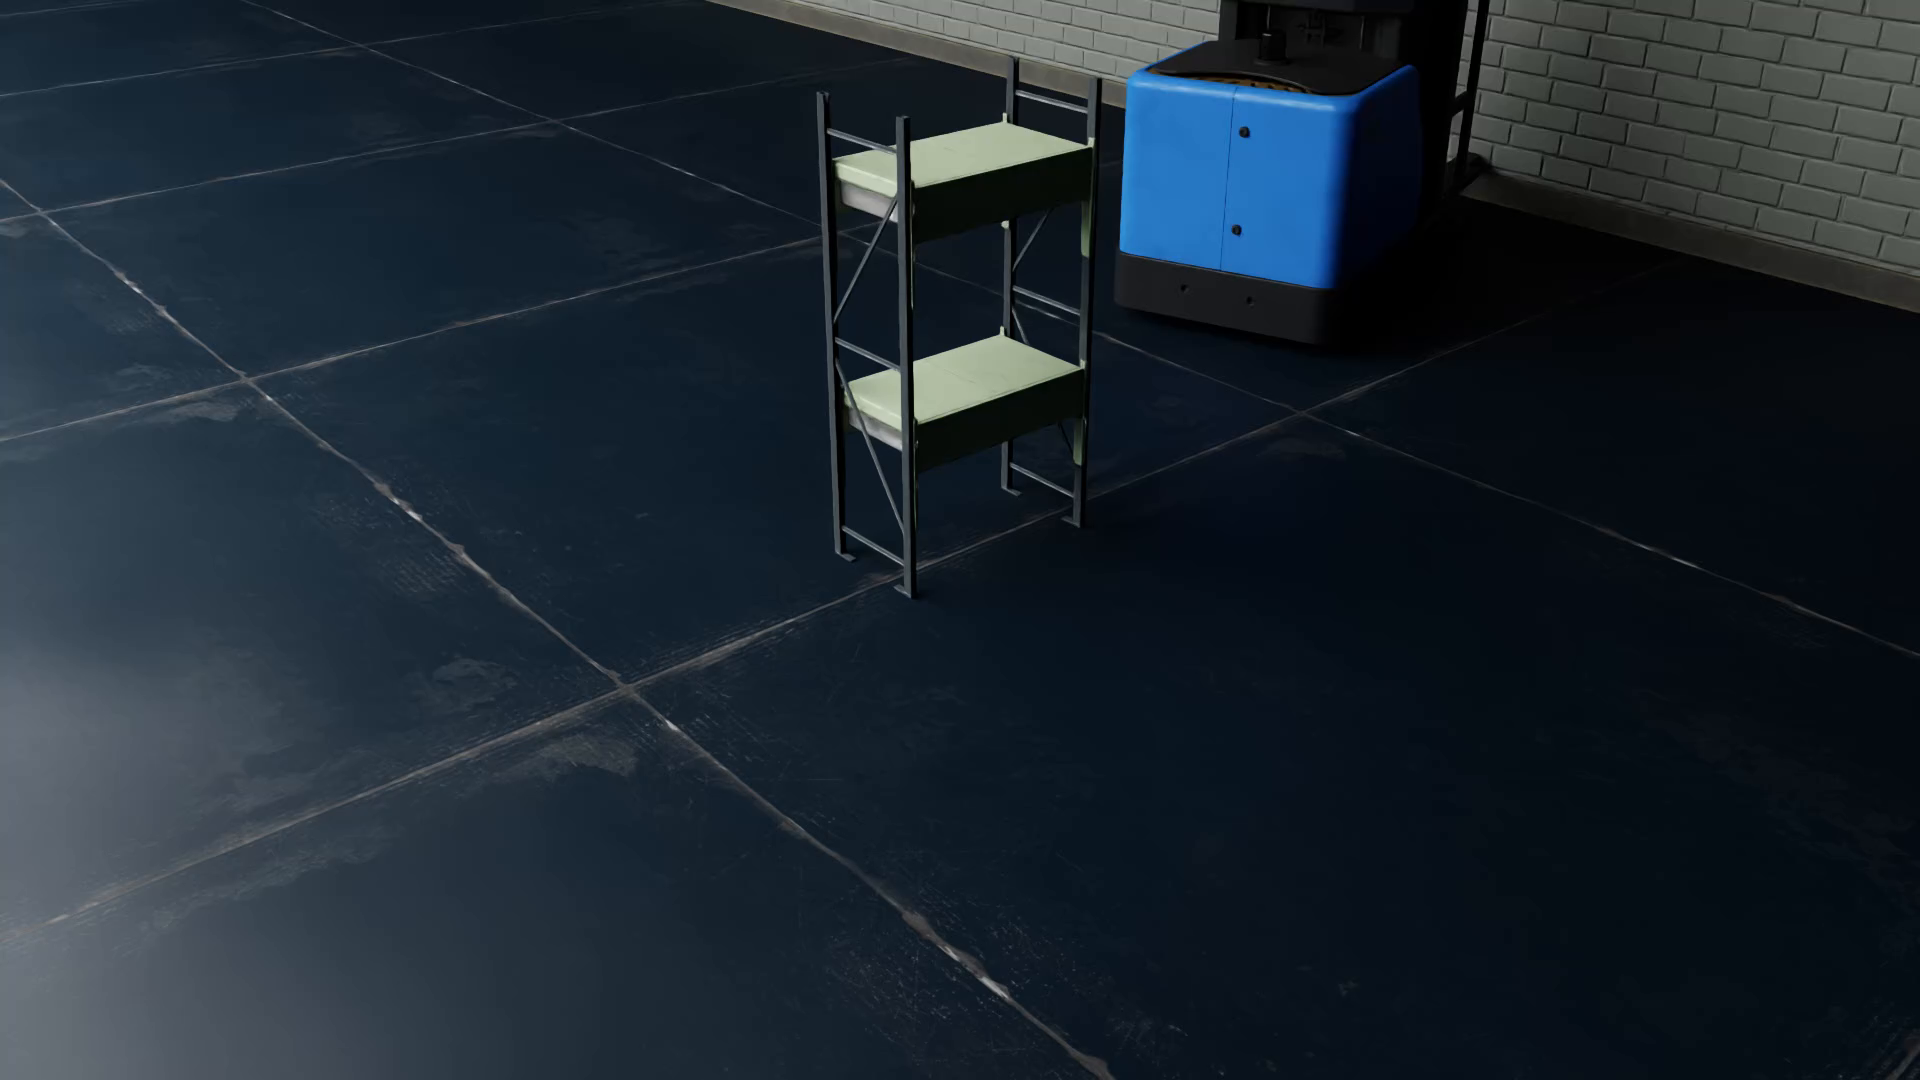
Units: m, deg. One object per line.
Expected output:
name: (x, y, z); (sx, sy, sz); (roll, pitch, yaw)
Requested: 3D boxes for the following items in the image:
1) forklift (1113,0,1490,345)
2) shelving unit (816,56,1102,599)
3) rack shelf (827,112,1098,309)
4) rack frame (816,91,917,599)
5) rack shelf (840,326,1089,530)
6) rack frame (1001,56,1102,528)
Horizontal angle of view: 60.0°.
forklift: (1.872, -2.759, 7.598); (1.130, 2.935, 3.031); (16, 32, 27)
shelving unit: (0.005, -0.664, 5.195); (0.755, 1.500, 0.431); (-22, 35, -35)
rack shelf: (0.005, -1.008, 5.011); (0.720, 0.370, 0.431); (-22, 35, -35)
rack frame: (-0.273, -0.552, 4.986); (0.023, 1.500, 0.400); (-22, 35, -35)
rack shelf: (0.005, -0.376, 5.349); (0.720, 0.370, 0.431); (-22, 35, -35)
rack frame: (0.284, -0.775, 5.405); (0.023, 1.500, 0.400); (-22, 35, -35)
